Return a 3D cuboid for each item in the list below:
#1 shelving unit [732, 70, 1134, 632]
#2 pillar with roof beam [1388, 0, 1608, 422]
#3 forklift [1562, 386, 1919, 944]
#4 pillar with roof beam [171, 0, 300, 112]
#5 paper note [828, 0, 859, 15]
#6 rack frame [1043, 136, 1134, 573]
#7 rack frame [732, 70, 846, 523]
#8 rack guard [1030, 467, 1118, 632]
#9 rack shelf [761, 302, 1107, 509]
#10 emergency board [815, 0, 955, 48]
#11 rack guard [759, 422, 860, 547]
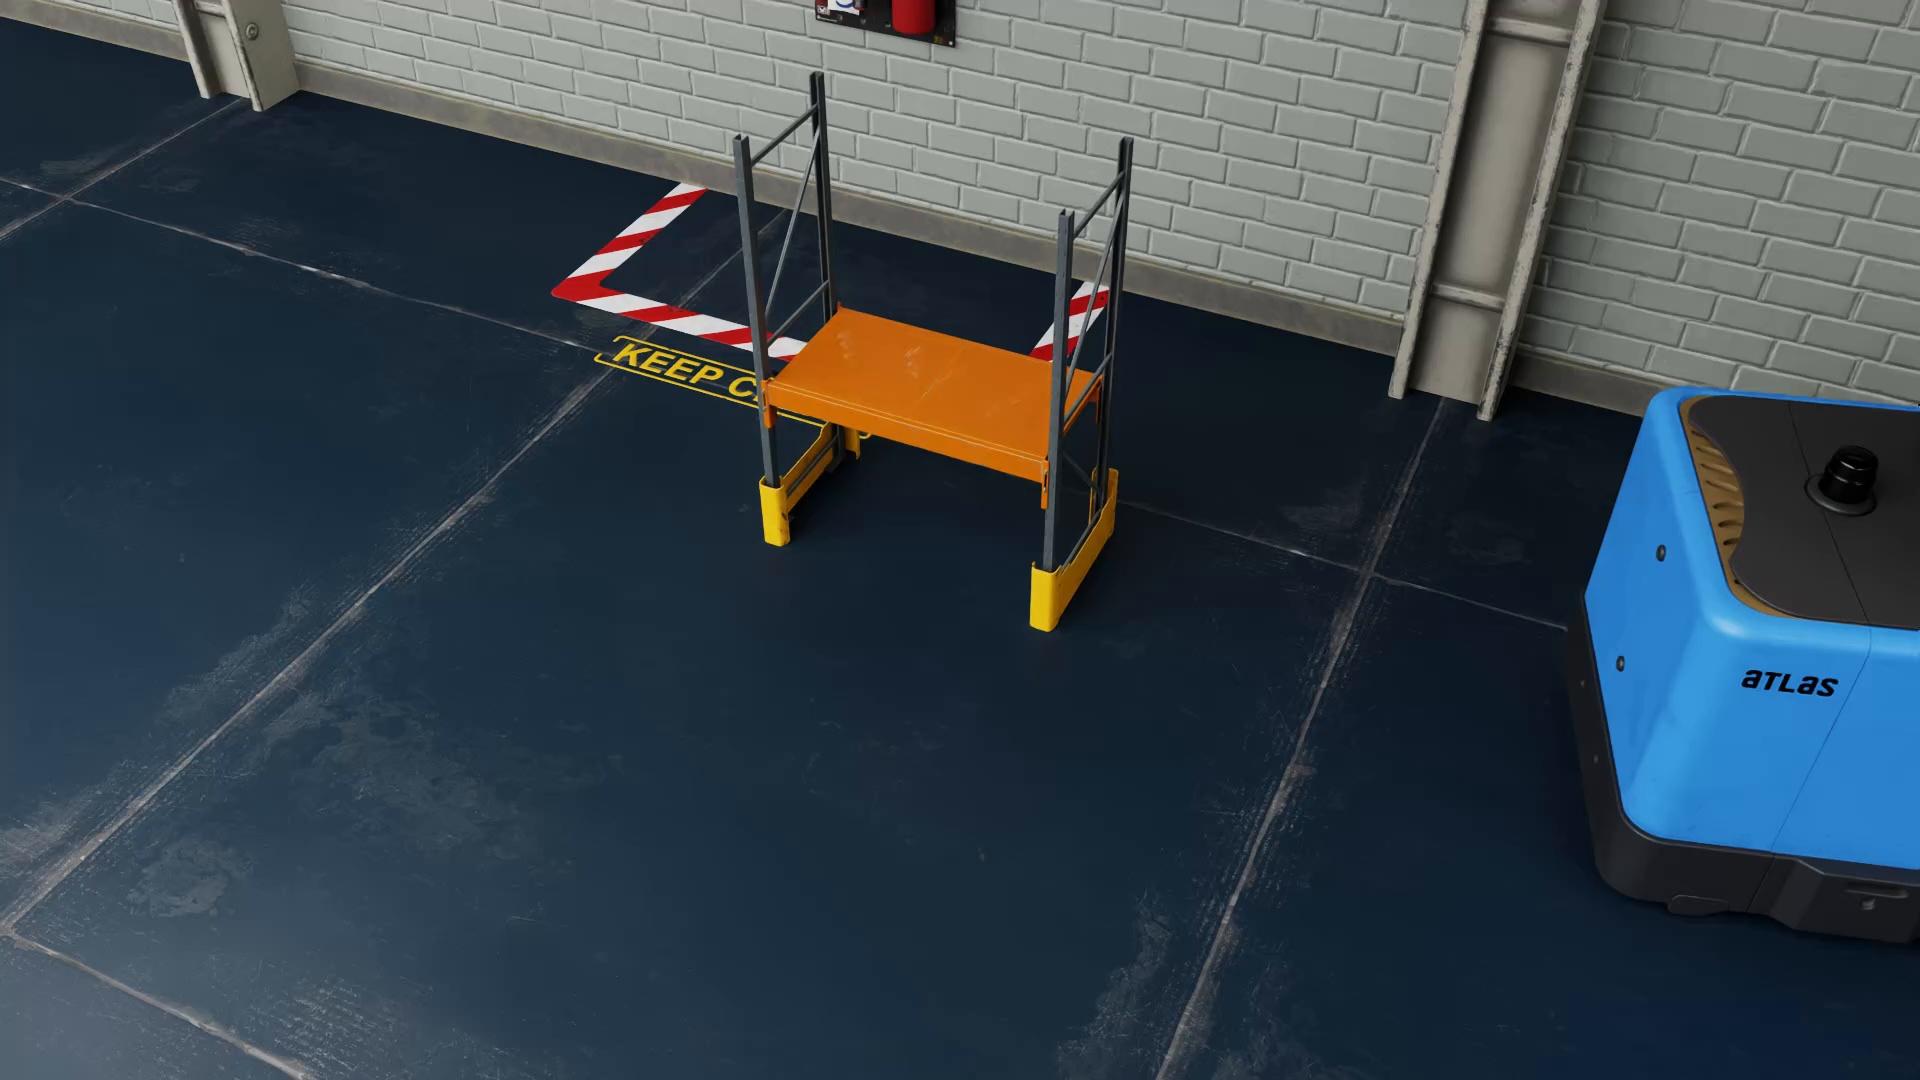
[{"bbox_3d":[-0.069,-0.588,5.283,1.083,1.500,0.587,17,44,19],"label":"shelving unit"},{"bbox_3d":[0.067,-1.436,0.536,0.400,9.000,9.100,17,44,19],"label":"pillar with roof beam"},{"bbox_3d":[3.322,-0.270,3.824,3.031,2.935,1.130,6,41,7],"label":"forklift"},{"bbox_3d":[-5.370,-3.097,2.453,0.400,9.000,9.100,17,44,19],"label":"pillar with roof beam"},{"bbox_3d":[-0.467,-2.188,6.657,0.142,0.148,0.016,17,44,19],"label":"paper note"},{"bbox_3d":[0.383,-0.450,5.124,0.032,1.500,0.500,17,44,19],"label":"rack frame"},{"bbox_3d":[-0.538,-0.731,5.448,0.032,1.500,0.500,17,44,19],"label":"rack frame"},{"bbox_3d":[0.382,0.022,5.533,0.087,0.250,0.587,17,44,19],"label":"rack guard"},{"bbox_3d":[-0.077,-0.454,5.404,1.000,0.185,0.538,17,44,19],"label":"rack shelf"},{"bbox_3d":[-0.336,-2.431,6.264,0.643,1.169,0.194,17,44,19],"label":"emergency board"},{"bbox_3d":[-0.520,-0.253,5.852,0.087,0.250,0.587,17,44,19],"label":"rack guard"}]
